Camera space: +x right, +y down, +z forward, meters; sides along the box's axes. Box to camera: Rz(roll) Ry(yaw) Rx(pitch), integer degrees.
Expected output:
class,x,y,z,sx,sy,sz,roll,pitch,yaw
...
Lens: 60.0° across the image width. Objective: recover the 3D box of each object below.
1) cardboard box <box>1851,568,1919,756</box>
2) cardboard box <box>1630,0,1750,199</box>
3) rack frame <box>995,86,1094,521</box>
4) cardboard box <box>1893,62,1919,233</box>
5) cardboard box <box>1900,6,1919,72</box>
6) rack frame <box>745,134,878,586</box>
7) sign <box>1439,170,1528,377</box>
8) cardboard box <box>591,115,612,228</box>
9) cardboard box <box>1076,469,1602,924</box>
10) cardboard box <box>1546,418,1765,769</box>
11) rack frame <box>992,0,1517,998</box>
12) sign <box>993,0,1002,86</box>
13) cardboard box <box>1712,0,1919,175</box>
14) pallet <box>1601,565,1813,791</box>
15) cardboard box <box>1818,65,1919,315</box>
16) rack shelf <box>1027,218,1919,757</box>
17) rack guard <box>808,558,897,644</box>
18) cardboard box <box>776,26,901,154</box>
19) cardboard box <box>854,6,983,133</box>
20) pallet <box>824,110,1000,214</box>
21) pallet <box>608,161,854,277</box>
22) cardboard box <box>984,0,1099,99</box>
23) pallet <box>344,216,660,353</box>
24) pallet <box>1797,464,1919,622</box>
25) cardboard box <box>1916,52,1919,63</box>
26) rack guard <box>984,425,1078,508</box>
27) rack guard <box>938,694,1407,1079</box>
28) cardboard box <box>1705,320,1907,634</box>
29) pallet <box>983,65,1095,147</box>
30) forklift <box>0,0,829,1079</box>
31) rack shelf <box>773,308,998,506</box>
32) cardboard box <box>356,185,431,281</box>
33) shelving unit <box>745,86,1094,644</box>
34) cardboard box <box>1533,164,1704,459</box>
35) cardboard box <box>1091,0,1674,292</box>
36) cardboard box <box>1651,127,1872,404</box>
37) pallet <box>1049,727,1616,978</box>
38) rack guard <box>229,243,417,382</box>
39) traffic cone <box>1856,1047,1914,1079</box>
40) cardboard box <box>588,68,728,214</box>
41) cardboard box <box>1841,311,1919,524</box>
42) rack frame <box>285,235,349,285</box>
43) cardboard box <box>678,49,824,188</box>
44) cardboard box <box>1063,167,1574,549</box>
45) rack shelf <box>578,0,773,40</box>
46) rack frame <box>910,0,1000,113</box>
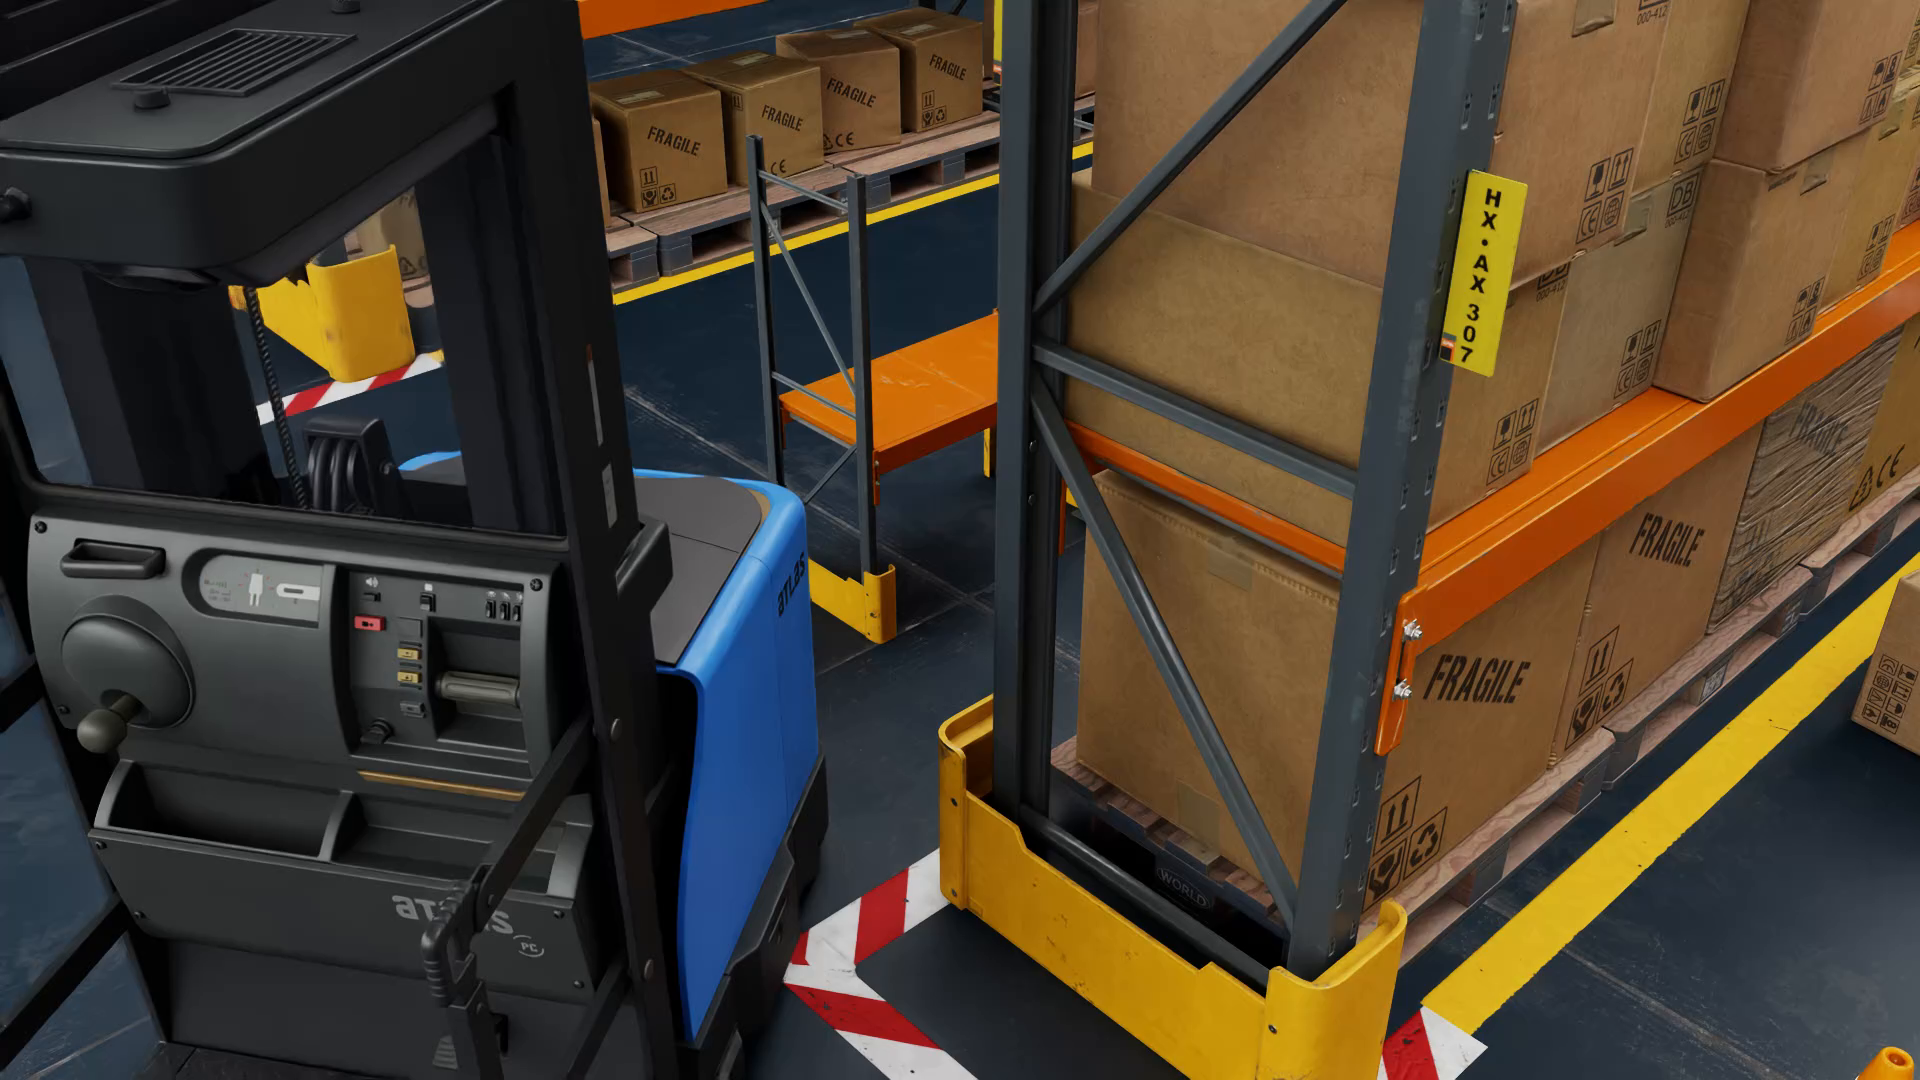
class,x,y,z,sx,sy,sz,roll,pitch,yaw
cardboard box,2.955,0.355,4.688,0.500,0.500,0.500,-19,36,-28
cardboard box,1.101,-1.107,3.506,0.550,0.550,0.875,-26,40,-35
rack frame,0.310,-0.790,5.604,0.032,1.500,0.500,-26,40,-35
cardboard box,2.269,-1.232,4.746,0.550,0.550,0.875,-26,40,-35
cardboard box,1.904,-1.491,4.134,0.500,0.550,0.875,-26,40,-35
rack frame,-0.435,-0.429,5.014,0.032,1.500,0.500,-26,40,-35
sign,0.835,-0.423,2.661,0.005,0.325,0.100,-26,40,-35
cardboard box,-1.952,-1.721,7.683,0.500,0.500,0.500,-15,35,-23
cardboard box,0.914,0.227,4.138,0.875,0.875,0.875,-26,40,-35
cardboard box,1.558,-0.086,4.650,0.875,0.875,0.875,-27,40,-36
rack frame,0.462,-0.235,3.259,0.127,3.000,1.000,-26,40,-35
sign,0.103,-1.042,3.242,0.005,0.325,0.100,-26,40,-35
cardboard box,1.604,-1.253,3.745,0.550,0.550,0.875,-26,40,-35
pallet,1.889,0.211,5.203,1.213,0.211,1.003,-26,40,-35
cardboard box,1.948,-1.006,4.375,0.500,0.550,0.875,-26,40,-35
rack shelf,1.929,-0.637,4.606,4.000,0.370,1.077,-26,40,-35
rack guard,-0.421,0.097,5.352,0.087,0.250,0.587,-26,40,-35
cardboard box,-0.639,-2.367,8.739,0.500,0.500,0.500,-13,34,-21
cardboard box,-0.224,-2.573,9.076,0.500,0.500,0.500,-27,41,-37
pallet,-0.372,-2.145,9.056,1.213,0.211,1.003,-26,40,-35
pallet,-1.267,-1.711,8.345,1.213,0.211,1.003,-26,40,-35
cardboard box,0.562,-2.918,9.621,0.700,0.500,0.500,26,40,35
pallet,-2.161,-1.280,7.641,1.213,0.211,1.003,-26,40,-35
pallet,2.784,-0.224,5.914,1.213,0.211,1.003,-26,40,-35
cardboard box,2.287,-1.682,4.447,0.550,0.550,0.875,-26,40,-35
rack guard,0.309,-0.256,5.929,0.087,0.250,0.587,-26,40,-35
rack guard,0.444,0.840,3.897,0.348,0.500,1.175,-26,40,-35
cardboard box,2.228,-0.409,5.177,0.875,0.875,0.875,-25,40,-35
pallet,0.667,-2.674,9.920,1.213,0.211,1.003,-26,40,-35
forklift,-1.145,0.236,2.554,1.130,2.935,3.031,6,32,10
rack shelf,-0.063,-0.456,5.403,1.000,0.185,0.538,-26,40,-35
cardboard box,-2.367,-1.496,7.315,0.500,0.500,0.500,-18,36,-27
shelving unit,-0.056,-0.613,5.315,1.083,1.500,0.587,-26,40,-35
cardboard box,1.092,-0.651,3.796,0.550,0.550,0.875,-26,40,-35
cardboard box,0.760,-0.876,3.129,0.550,0.550,0.875,-26,40,-35
cardboard box,1.588,-0.802,4.042,0.550,0.550,0.875,-26,40,-35
pallet,0.995,0.641,4.499,1.213,0.211,1.003,-26,40,-35
rack guard,-2.781,-1.129,7.116,0.348,0.500,1.175,-26,40,-35
traffic cone,1.817,1.202,3.340,0.334,0.463,0.336,-26,40,-35
cardboard box,-1.480,-1.936,8.034,0.500,0.500,0.500,-22,38,-31
cardboard box,2.886,-0.730,5.703,0.875,0.875,0.875,-25,39,-35
rack frame,-2.836,-2.168,6.420,0.127,3.000,1.000,-26,40,-35
cardboard box,-1.040,-2.117,8.330,0.500,0.500,0.500,25,39,35
cardboard box,0.703,-0.448,3.463,0.550,0.550,0.875,-26,40,-35
rack shelf,-1.370,-2.571,7.768,4.000,0.370,1.077,-26,40,-35
rack frame,0.097,-3.587,8.740,0.127,3.000,1.000,-26,40,-35
